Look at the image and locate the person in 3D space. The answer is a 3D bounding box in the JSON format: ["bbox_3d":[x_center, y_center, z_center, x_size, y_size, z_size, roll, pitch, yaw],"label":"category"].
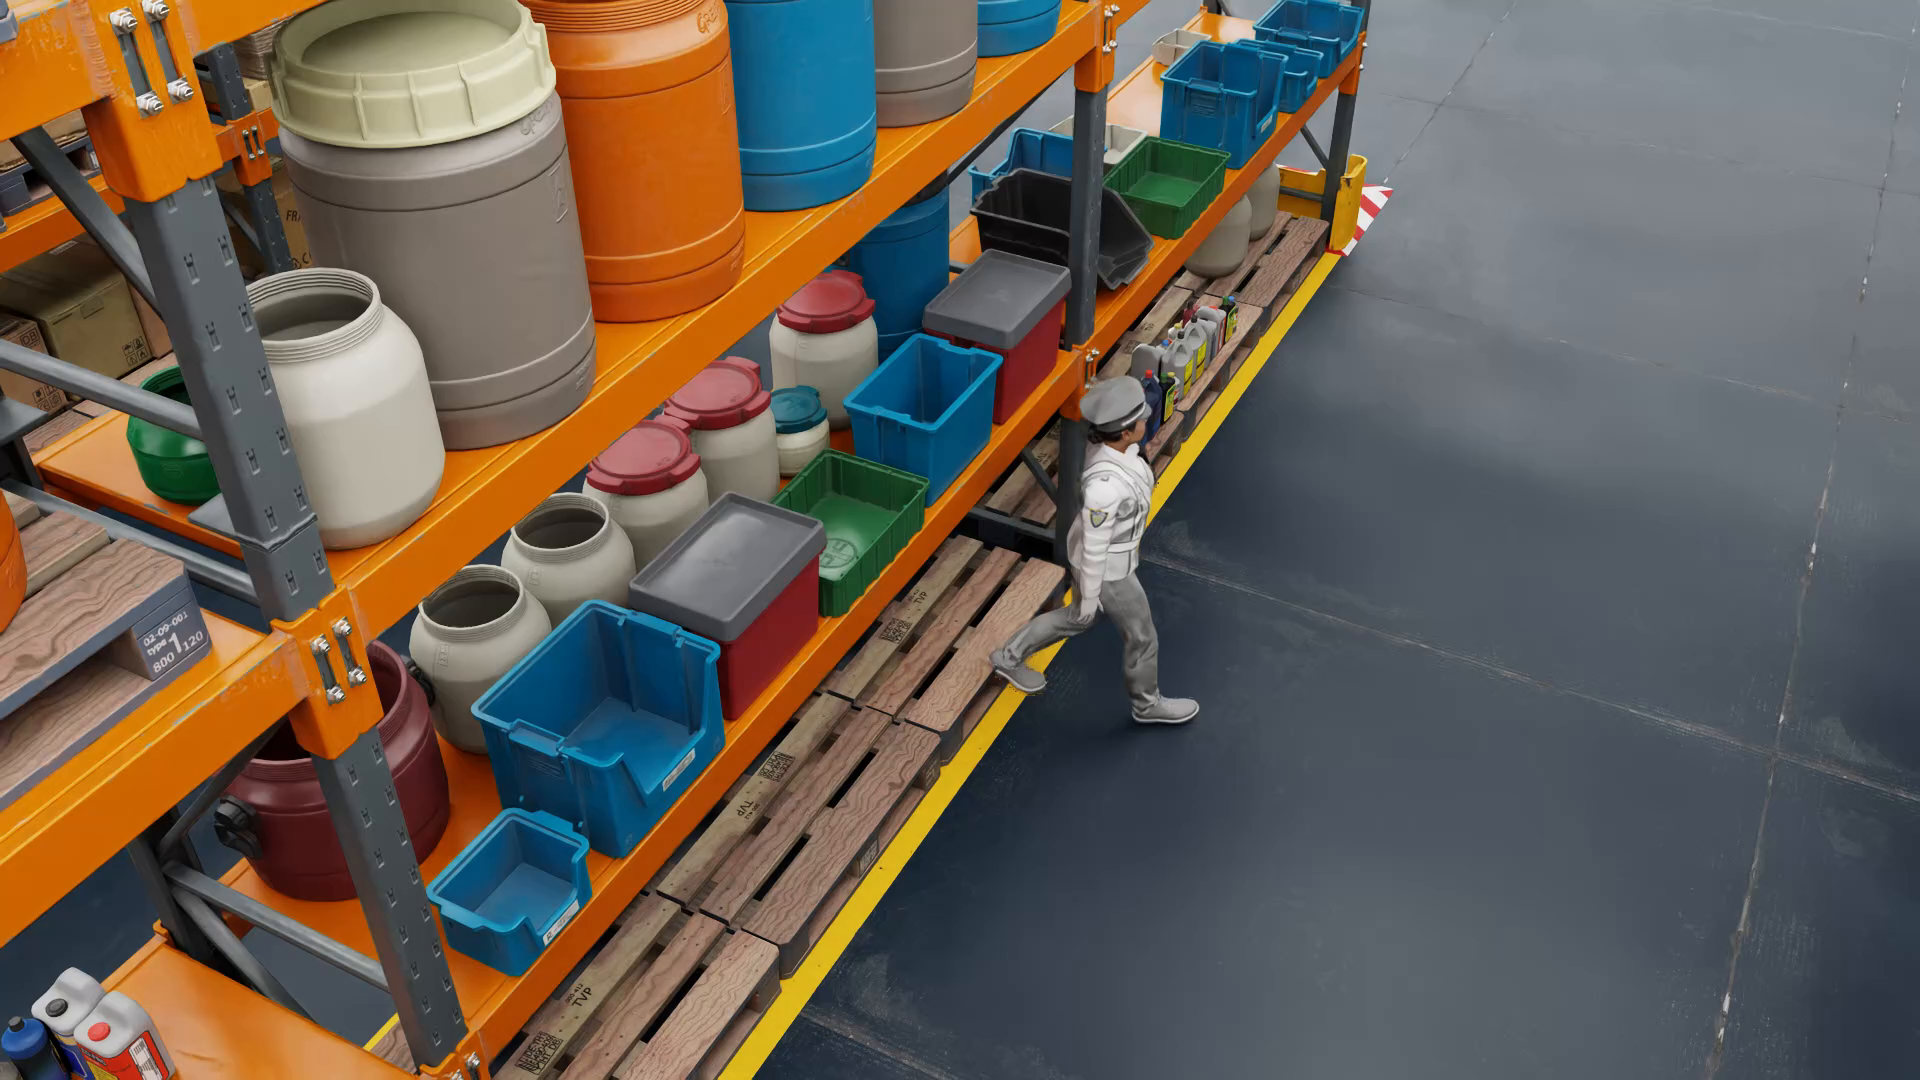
[{"bbox_3d":[0.574,0.058,6.700,0.906,1.649,0.499,2,38,3],"label":"person"}]
